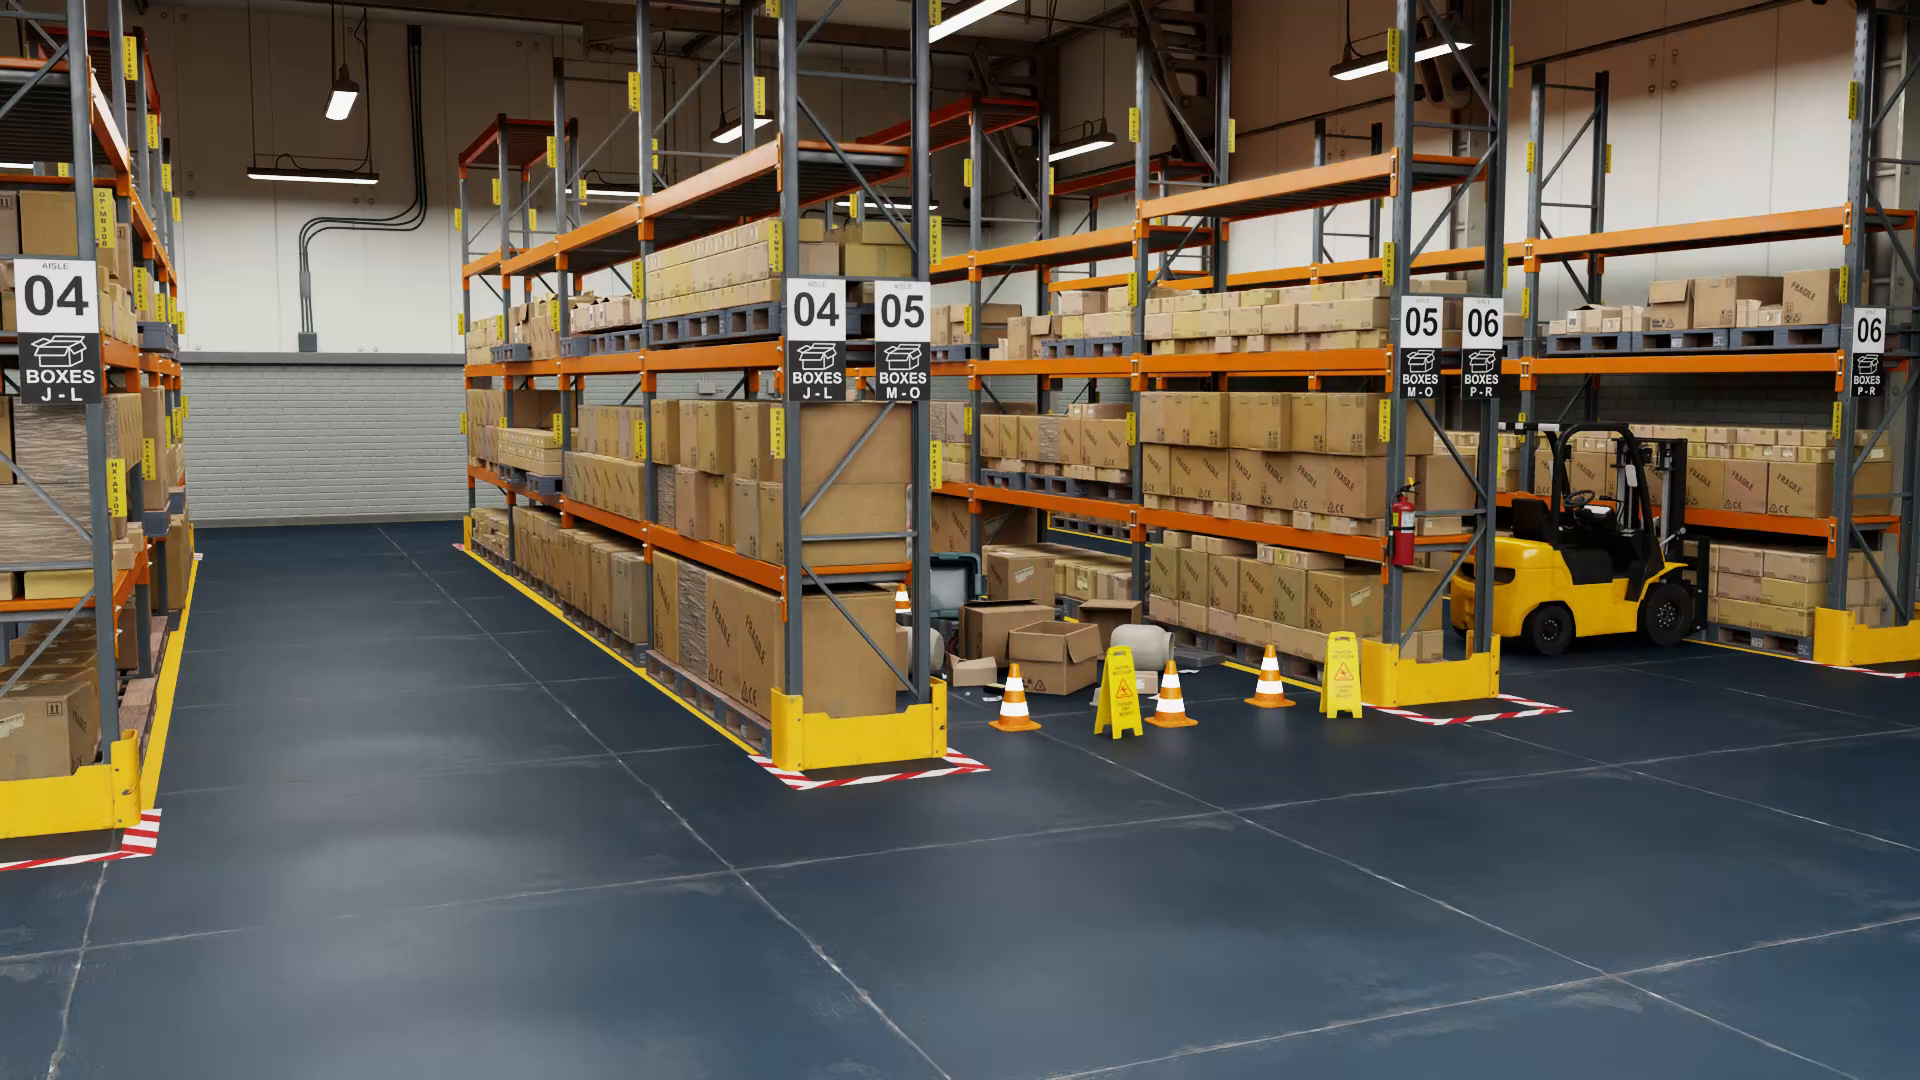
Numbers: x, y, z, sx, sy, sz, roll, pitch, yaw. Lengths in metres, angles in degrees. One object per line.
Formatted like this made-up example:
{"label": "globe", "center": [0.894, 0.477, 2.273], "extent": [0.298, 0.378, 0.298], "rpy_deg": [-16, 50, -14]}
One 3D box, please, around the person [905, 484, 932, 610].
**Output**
{"label": "person", "center": [-0.519, -0.078, 18.344], "extent": [0.399, 1.816, 0.567], "rpy_deg": [1, 5, 14]}
